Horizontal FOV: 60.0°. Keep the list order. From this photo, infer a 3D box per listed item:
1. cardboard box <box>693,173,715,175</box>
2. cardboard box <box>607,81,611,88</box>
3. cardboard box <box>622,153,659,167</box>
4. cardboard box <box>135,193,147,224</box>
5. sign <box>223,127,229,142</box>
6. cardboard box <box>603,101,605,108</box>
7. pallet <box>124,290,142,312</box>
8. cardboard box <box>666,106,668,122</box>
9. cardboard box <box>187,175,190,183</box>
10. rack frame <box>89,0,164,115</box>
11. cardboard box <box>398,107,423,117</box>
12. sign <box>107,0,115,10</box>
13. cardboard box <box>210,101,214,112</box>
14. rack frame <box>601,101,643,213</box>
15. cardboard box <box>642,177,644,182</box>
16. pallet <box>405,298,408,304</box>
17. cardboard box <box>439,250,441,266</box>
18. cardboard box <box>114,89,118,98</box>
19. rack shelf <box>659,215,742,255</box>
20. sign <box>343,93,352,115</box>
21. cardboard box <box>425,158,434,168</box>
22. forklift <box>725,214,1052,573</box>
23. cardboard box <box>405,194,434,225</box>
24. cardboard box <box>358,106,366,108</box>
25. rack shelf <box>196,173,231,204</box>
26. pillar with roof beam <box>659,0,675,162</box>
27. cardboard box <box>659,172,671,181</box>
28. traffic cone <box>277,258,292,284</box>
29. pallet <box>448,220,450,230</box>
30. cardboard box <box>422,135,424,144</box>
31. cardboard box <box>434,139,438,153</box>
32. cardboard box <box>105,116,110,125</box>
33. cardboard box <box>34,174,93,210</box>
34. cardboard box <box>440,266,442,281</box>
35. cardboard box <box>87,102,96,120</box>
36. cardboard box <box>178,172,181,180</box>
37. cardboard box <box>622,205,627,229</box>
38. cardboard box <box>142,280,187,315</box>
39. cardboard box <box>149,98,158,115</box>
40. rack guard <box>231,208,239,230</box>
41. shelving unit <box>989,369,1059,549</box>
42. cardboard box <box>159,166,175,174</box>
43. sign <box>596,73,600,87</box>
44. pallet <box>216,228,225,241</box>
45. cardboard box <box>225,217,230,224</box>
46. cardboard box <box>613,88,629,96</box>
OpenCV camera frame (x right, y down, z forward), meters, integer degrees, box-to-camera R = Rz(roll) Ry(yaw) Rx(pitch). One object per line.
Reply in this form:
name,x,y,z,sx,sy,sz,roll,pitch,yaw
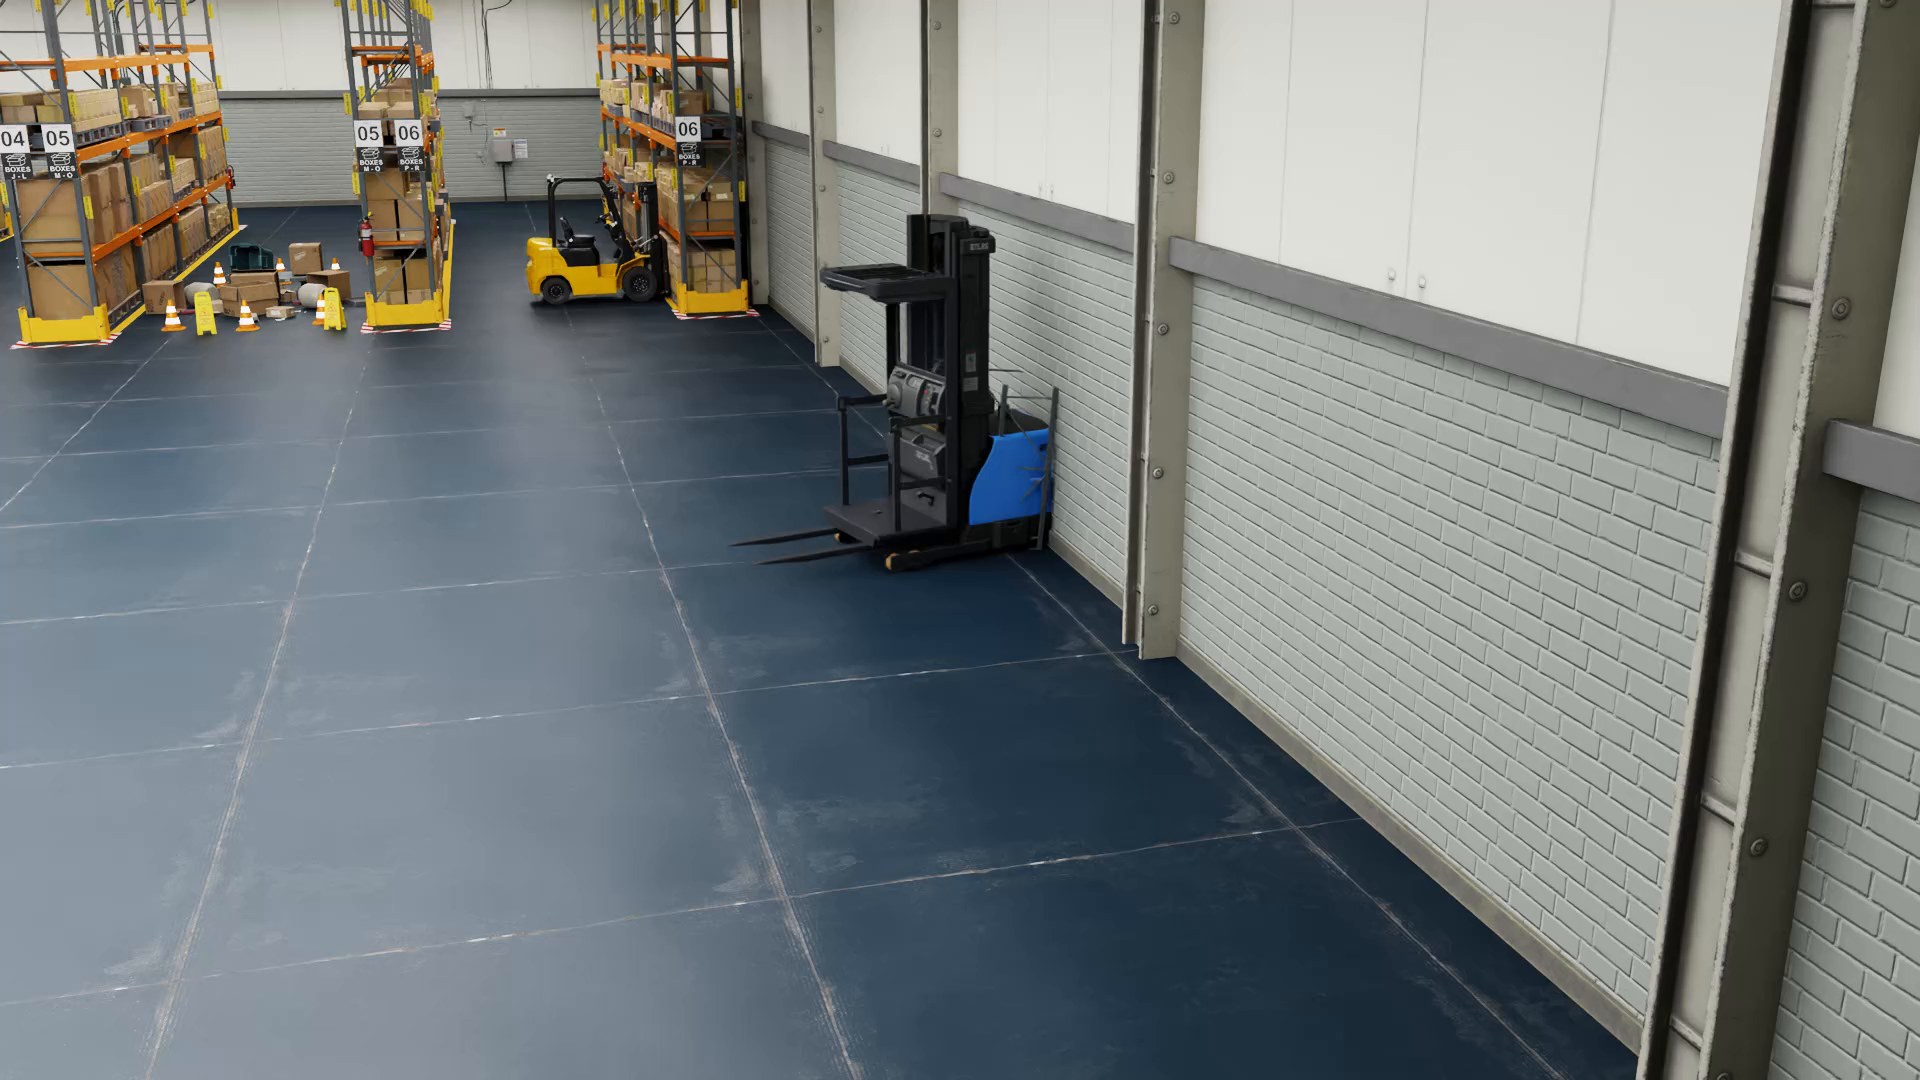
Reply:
cardboard box,-4.587,-6.519,29.921,0.380,0.149,0.250,-5,17,-16
cardboard box,-8.134,-10.800,39.651,0.500,0.250,0.500,-4,17,-14
cardboard box,-7.012,-8.234,36.536,0.797,0.503,0.637,-5,17,-17
cardboard box,-14.675,-5.841,29.309,0.500,0.500,0.500,-4,17,-15
sign,-17.548,-9.690,39.734,0.100,0.325,0.005,-5,17,-15
cardboard box,-8.599,-10.749,41.042,0.380,0.149,0.250,-4,17,-14
pallet,-14.656,-4.075,28.448,1.003,0.211,1.213,-5,17,-15
cardboard box,-4.776,-7.230,28.220,0.396,0.266,0.258,-5,17,-15
cardboard box,-16.481,-7.616,35.097,0.380,0.149,0.250,-6,18,-18
rack frame,-15.889,-9.606,31.588,1.000,3.000,0.127,-5,17,-15
cardboard box,-8.951,-6.970,27.077,0.380,0.149,0.250,-5,17,-15
sign,-14.249,-9.060,27.871,0.100,0.325,0.005,-5,17,-15
cardboard box,-17.437,-9.927,38.131,0.500,0.250,0.500,-4,17,-13
rack frame,-8.584,-9.759,42.524,1.000,3.000,0.127,-5,17,-15
cardboard box,-6.071,-7.147,33.222,0.500,0.250,0.500,-4,17,-14
pallet,-9.169,-3.853,27.709,1.003,0.211,1.213,-5,17,-15
cardboard box,-10.405,-5.332,31.625,0.950,0.372,0.625,-4,17,-12
cardboard box,-14.382,-7.498,27.930,0.380,0.149,0.250,-5,17,-16
rack shelf,-4.737,-5.542,29.736,1.077,0.370,4.000,-5,17,-15
sign,-9.498,-6.762,25.794,0.100,0.325,0.005,-5,17,-15
cardboard box,-9.847,-6.906,30.479,0.380,0.149,0.250,-5,17,-15
forklift,-0.563,-1.295,14.466,3.031,2.935,1.130,-10,19,-29
cardboard box,-8.967,-5.426,27.409,0.500,0.500,0.500,-4,17,-14
cardboard box,-9.789,-7.130,27.608,0.380,0.149,0.250,-4,17,-14
rack shelf,-17.538,-8.048,38.080,1.077,0.370,4.000,-5,17,-15
pillar with roof beam,-10.949,-11.449,37.723,9.100,9.000,0.400,-5,17,-15
cardboard box,-5.275,-6.615,30.238,0.380,0.149,0.250,-4,17,-14
traffic cone,-12.786,-5.065,31.306,0.336,0.463,0.334,-5,17,-15
pallet,-12.729,-7.478,39.778,1.003,0.211,1.213,-5,17,-15
cardboard box,-8.738,-6.373,26.476,0.380,0.149,0.250,-5,17,-15
cardboard box,-11.743,-8.539,36.553,0.500,0.500,0.500,-4,17,-14
cardboard box,-14.103,-6.836,27.112,0.380,0.149,0.250,-4,17,-14
cardboard box,-13.995,-5.360,25.742,0.875,0.550,0.550,-5,17,-15
cardboard box,-9.637,-4.788,30.026,0.500,0.250,0.500,-4,17,-13
cardboard box,-13.856,-6.710,26.001,0.500,0.250,0.500,-5,17,-16
cardboard box,-16.184,-7.462,34.068,0.380,0.149,0.250,-5,17,-16
cardboard box,-7.568,-7.505,38.635,0.500,0.500,0.500,-4,17,-13
cardboard box,-13.376,-4.083,27.968,0.500,0.500,0.500,-2,17,-6
cardboard box,-15.313,-8.111,31.074,0.500,0.311,0.500,-5,17,-15
rack guard,-18.066,-7.728,40.108,1.175,0.500,0.348,-5,17,-15
shelving unit,0.453,-0.799,15.181,0.538,1.500,1.048,1,19,-12
cardboard box,-16.041,-7.458,33.536,0.380,0.149,0.250,-5,18,-18
sign,-9.106,-11.571,41.824,0.100,0.325,0.005,-5,17,-15
pallet,-17.546,-7.025,38.271,1.003,0.211,1.213,-5,17,-15
cardboard box,-17.574,-7.590,39.528,0.380,0.149,0.250,-4,17,-14
cardboard box,-7.558,-10.032,37.235,0.380,0.149,0.250,-5,17,-16
